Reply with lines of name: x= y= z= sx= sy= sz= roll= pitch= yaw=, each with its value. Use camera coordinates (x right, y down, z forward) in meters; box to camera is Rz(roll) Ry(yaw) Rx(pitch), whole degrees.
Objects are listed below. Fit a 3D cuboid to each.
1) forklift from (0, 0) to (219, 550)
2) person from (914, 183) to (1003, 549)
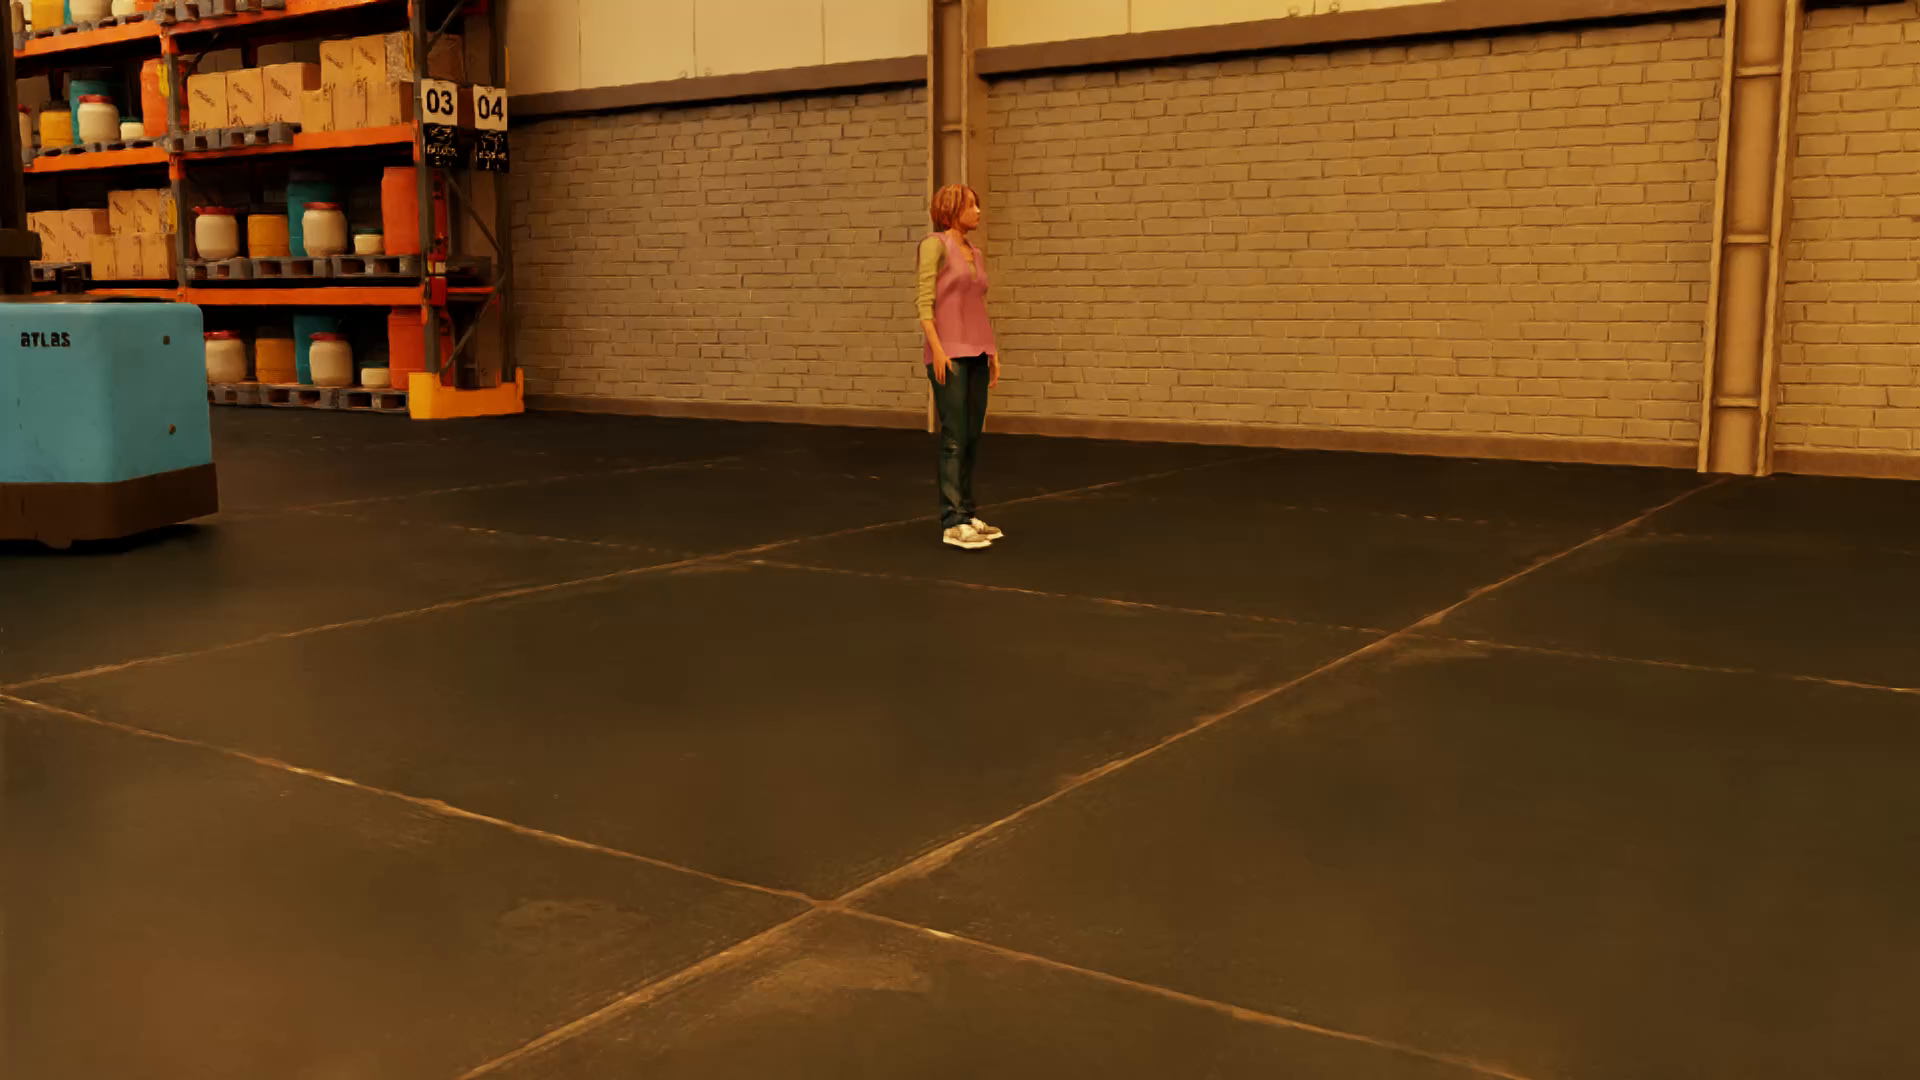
forklift: x=-5.113 y=-1.459 z=7.455 sx=3.031 sy=2.935 sz=1.130 roll=0 pitch=8 yaw=1
person: x=0.054 y=-0.790 z=7.438 sx=0.474 sy=1.597 sz=0.520 roll=5 pitch=10 yaw=34
